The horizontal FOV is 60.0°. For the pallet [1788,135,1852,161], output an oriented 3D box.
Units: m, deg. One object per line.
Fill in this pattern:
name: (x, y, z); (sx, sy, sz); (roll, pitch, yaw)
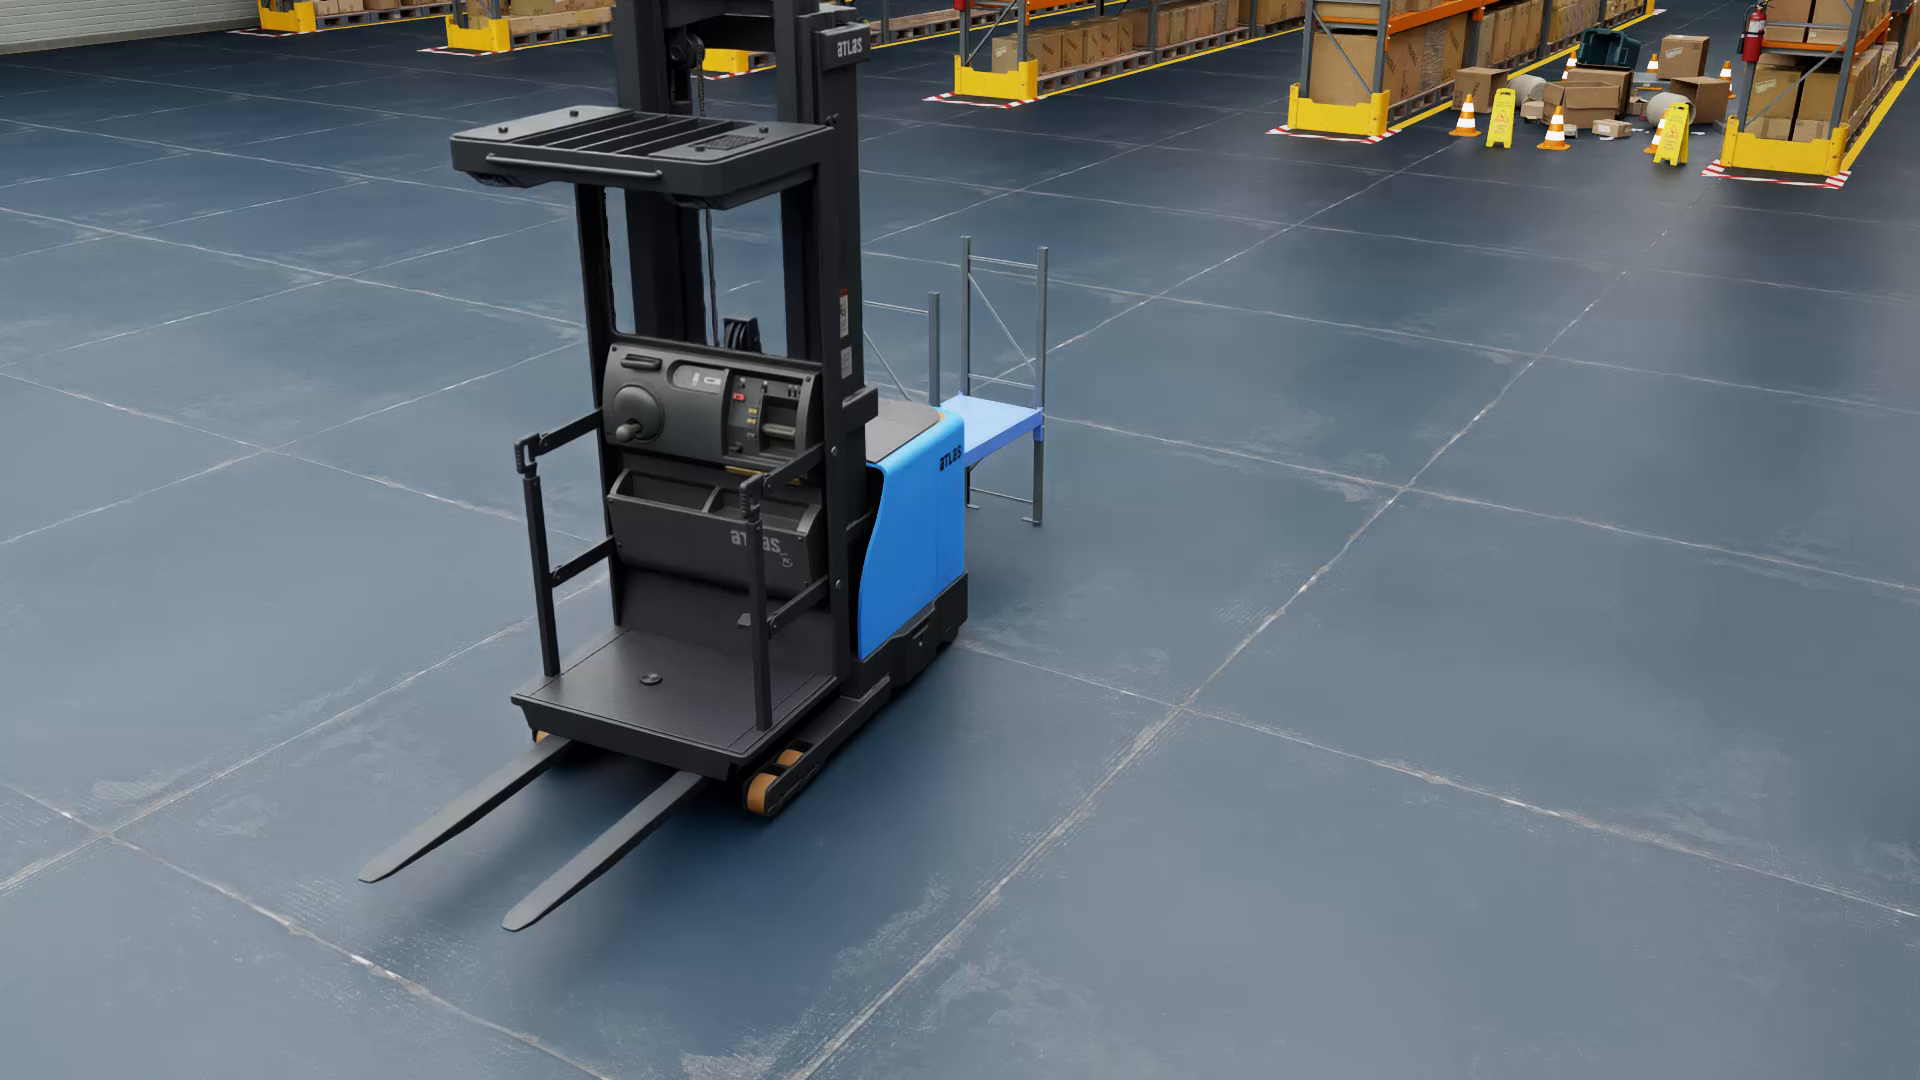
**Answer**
pallet: (9.368, -4.406, 18.662); (1.003, 0.211, 1.213); (14, 27, 29)

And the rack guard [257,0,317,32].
rack guard: (-12.135, -9.463, 29.979); (1.175, 0.500, 0.348); (14, 27, 29)

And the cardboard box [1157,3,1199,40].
cardboard box: (3.464, -8.423, 27.025); (0.700, 0.500, 0.500); (11, 26, 24)

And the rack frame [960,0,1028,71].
rack frame: (0.450, -7.470, 22.230); (1.000, 3.000, 0.127); (14, 27, 29)

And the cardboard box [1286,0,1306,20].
cardboard box: (5.528, -9.916, 30.025); (1.225, 0.875, 0.875); (14, 27, 29)

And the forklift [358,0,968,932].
forklift: (-1.060, -0.491, 6.195); (1.130, 2.935, 3.031); (11, 26, 24)

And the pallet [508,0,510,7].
pallet: (-9.655, -10.918, 33.703); (1.003, 0.211, 1.213); (14, 27, 29)

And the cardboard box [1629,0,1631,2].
cardboard box: (12.328, -10.144, 31.092); (0.380, 0.149, 0.250); (15, 28, 32)

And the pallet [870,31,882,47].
pallet: (-2.038, -8.360, 27.796); (1.003, 0.211, 1.213); (14, 27, 29)

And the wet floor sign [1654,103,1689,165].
wet floor sign: (7.860, -4.473, 18.270); (0.232, 0.644, 0.267); (-17, 29, -35)

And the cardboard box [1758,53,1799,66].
cardboard box: (9.207, -5.429, 18.687); (0.380, 0.149, 0.250); (15, 27, 30)

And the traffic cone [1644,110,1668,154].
traffic cone: (8.000, -4.645, 18.896); (0.336, 0.463, 0.334); (14, 27, 29)

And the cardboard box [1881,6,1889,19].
cardboard box: (10.943, -6.370, 20.005); (0.380, 0.149, 0.250); (15, 27, 30)

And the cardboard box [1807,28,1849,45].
cardboard box: (9.224, -5.349, 17.647); (0.380, 0.149, 0.250); (14, 27, 29)

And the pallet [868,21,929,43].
pallet: (-1.267, -8.851, 28.931); (1.003, 0.211, 1.213); (14, 27, 29)

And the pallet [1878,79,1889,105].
pallet: (12.031, -6.140, 22.668); (1.003, 0.211, 1.213); (14, 27, 29)

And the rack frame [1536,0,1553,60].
rack frame: (8.830, -9.097, 25.987); (1.000, 3.000, 0.127); (14, 27, 29)

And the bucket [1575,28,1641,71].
bucket: (8.607, -6.413, 21.995); (0.620, 0.611, 0.726); (-6, 22, -39)

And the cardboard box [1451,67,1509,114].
cardboard box: (6.773, -5.862, 21.658); (0.500, 0.500, 0.500); (20, 30, 38)

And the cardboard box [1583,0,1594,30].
cardboard box: (10.493, -9.017, 28.420); (0.500, 0.500, 0.500); (13, 27, 28)

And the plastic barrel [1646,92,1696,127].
plastic barrel: (8.672, -5.225, 20.288); (0.421, 0.421, 0.512); (-7, 24, -17)

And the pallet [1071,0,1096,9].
pallet: (2.129, -11.027, 33.956); (1.003, 0.211, 1.213); (14, 27, 29)

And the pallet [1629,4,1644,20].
pallet: (12.551, -10.225, 32.103); (1.003, 0.211, 1.213); (14, 27, 29)

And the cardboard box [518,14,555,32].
cardboard box: (-7.232, -8.782, 28.193); (0.500, 0.250, 0.500); (14, 27, 29)

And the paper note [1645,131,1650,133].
paper note: (8.338, -4.947, 20.165); (0.032, 0.001, 0.123); (14, 27, 29)

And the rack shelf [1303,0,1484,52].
rack shelf: (5.665, -6.741, 21.452); (1.077, 0.370, 4.000); (14, 27, 29)

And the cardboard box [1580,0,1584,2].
cardboard box: (10.213, -9.180, 27.853); (0.500, 0.250, 0.500); (13, 26, 27)

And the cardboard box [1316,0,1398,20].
cardboard box: (4.768, -6.600, 20.031); (0.875, 0.550, 0.550); (14, 27, 29)

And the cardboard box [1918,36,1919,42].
cardboard box: (14.940, -8.435, 26.605); (0.875, 0.875, 0.875); (15, 27, 31)

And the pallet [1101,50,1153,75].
pallet: (2.236, -7.306, 25.362); (1.003, 0.211, 1.213); (14, 27, 29)

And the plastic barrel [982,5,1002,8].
plastic barrel: (0.705, -10.574, 31.602); (0.600, 0.830, 0.708); (14, 27, 29)

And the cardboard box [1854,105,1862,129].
cardboard box: (10.082, -4.896, 19.216); (0.500, 0.250, 0.500); (16, 28, 32)

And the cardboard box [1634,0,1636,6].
cardboard box: (12.688, -10.281, 31.782); (0.380, 0.149, 0.250); (14, 27, 29)

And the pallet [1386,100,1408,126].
pallet: (4.966, -5.403, 20.965); (1.003, 0.211, 1.213); (14, 27, 29)

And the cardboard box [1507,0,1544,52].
cardboard box: (8.433, -8.070, 25.919); (1.050, 0.750, 0.750); (13, 27, 28)

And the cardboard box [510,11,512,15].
cardboard box: (-7.679, -8.892, 28.448); (0.500, 0.250, 0.500); (14, 27, 29)

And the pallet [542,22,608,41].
pallet: (-6.952, -8.945, 29.146); (1.003, 0.211, 1.213); (14, 27, 29)

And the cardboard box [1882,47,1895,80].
cardboard box: (12.400, -6.641, 23.093); (0.950, 0.372, 0.625); (13, 27, 28)

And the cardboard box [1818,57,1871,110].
cardboard box: (10.085, -5.236, 19.057); (0.500, 0.500, 0.500); (14, 27, 30)

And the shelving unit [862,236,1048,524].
shelving unit: (-0.045, -0.659, 8.386); (0.538, 1.500, 1.048); (14, 27, 29)

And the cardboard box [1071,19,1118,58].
cardboard box: (2.019, -7.544, 25.019); (0.500, 0.500, 0.500); (-18, 29, -36)

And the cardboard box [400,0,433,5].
cardboard box: (-10.578, -10.630, 32.122); (0.500, 0.500, 0.500); (12, 26, 25)

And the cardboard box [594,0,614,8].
cardboard box: (-6.447, -9.634, 29.217); (0.500, 0.500, 0.500); (14, 27, 29)

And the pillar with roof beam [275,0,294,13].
pillar with roof beam: (-8.883, -12.853, 27.112); (9.100, 9.000, 0.400); (14, 27, 29)

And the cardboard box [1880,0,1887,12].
cardboard box: (10.420, -6.372, 19.194); (0.500, 0.500, 0.500); (15, 27, 30)

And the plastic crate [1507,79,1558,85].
plastic crate: (7.742, -6.149, 22.646); (0.662, 0.188, 0.450); (-12, 16, -26)

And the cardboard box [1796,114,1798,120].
cardboard box: (9.347, -4.827, 19.056); (0.500, 0.250, 0.500); (14, 27, 29)

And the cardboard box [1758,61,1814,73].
cardboard box: (9.342, -5.170, 18.906); (0.500, 0.500, 0.500); (15, 28, 31)

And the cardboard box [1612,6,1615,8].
cardboard box: (11.724, -9.667, 30.365); (0.380, 0.149, 0.250); (13, 27, 28)
